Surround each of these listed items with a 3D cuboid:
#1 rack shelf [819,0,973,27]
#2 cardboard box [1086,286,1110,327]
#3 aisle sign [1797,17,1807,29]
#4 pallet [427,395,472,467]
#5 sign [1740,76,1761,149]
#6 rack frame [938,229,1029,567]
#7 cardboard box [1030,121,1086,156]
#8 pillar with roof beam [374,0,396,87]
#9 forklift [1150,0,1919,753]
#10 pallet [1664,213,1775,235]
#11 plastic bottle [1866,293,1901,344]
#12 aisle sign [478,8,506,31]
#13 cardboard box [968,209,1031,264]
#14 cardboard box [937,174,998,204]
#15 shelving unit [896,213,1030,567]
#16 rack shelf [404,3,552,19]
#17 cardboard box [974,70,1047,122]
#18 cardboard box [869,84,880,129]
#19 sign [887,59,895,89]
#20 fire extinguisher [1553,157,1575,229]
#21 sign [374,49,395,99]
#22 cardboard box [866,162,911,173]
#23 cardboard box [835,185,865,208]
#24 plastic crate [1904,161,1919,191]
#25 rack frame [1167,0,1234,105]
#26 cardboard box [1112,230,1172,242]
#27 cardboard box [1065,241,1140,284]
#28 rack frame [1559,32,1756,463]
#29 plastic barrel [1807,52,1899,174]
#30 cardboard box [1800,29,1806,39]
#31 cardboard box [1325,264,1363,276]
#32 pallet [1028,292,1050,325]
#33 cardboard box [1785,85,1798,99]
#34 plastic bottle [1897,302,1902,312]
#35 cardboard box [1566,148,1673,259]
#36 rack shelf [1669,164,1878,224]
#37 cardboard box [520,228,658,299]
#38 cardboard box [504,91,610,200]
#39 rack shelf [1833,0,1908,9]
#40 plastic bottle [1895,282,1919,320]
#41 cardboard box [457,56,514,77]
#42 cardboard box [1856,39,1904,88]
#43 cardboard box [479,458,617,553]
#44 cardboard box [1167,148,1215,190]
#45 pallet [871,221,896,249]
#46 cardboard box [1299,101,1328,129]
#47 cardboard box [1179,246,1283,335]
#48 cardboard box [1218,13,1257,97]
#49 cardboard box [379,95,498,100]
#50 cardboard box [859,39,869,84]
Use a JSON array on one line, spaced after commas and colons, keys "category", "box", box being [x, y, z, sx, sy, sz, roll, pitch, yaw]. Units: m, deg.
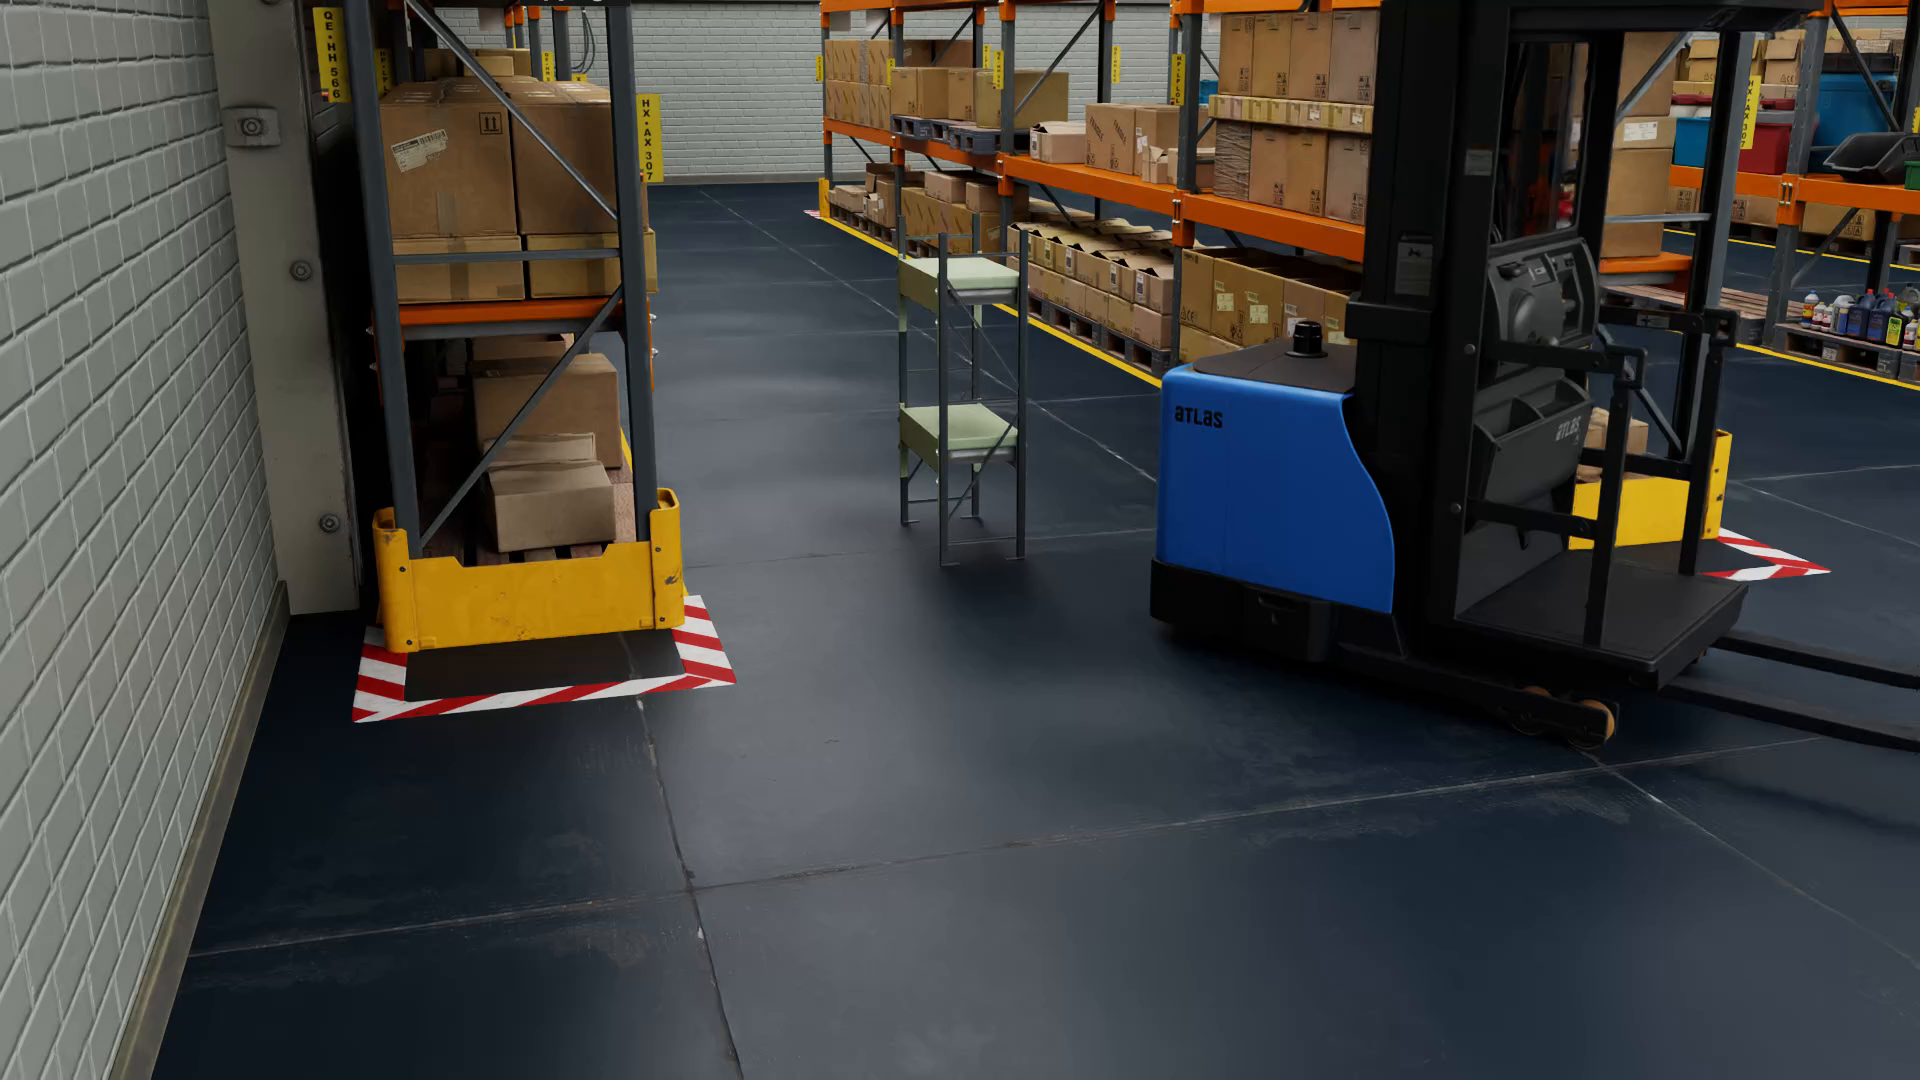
[{"category": "rack shelf", "box": [-0.788, -6.422, 20.152, 1.077, 0.370, 4.000, -5, 17, -15]}, {"category": "cardboard box", "box": [1.289, -1.821, 12.850, 0.500, 0.250, 0.500, -4, 17, -14]}, {"category": "aisle sign", "box": [13.253, -8.318, 25.910, 0.394, 0.787, 0.004, -5, 17, -15]}, {"category": "pallet", "box": [-2.584, -0.652, 9.756, 1.003, 0.211, 1.213, -5, 17, -15]}, {"category": "sign", "box": [3.594, -1.952, 7.593, 0.100, 0.325, 0.005, -5, 17, -15]}, {"category": "rack frame", "box": [0.102, -0.615, 7.393, 0.400, 1.500, 0.023, -5, 17, -15]}, {"category": "cardboard box", "box": [0.919, -3.523, 14.621, 0.500, 0.311, 0.500, -4, 17, -12]}, {"category": "pillar with roof beam", "box": [-1.885, -7.722, 18.018, 9.100, 9.000, 0.400, -5, 17, -15]}, {"category": "forklift", "box": [2.221, -0.869, 5.749, 3.031, 2.935, 1.130, 13, 21, 38]}, {"category": "pallet", "box": [9.572, -4.015, 20.953, 1.003, 0.211, 1.213, -5, 17, -15]}, {"category": "plastic bottle", "box": [6.598, -1.588, 11.863, 0.144, 0.351, 0.185, -5, 18, -18]}, {"category": "aisle sign", "box": [-5.831, -6.779, 20.786, 0.394, 0.787, 0.004, -5, 17, -15]}, {"category": "cardboard box", "box": [0.378, -2.923, 16.051, 0.500, 0.500, 0.500, -4, 17, -13]}, {"category": "cardboard box", "box": [0.073, -3.581, 16.935, 0.500, 0.250, 0.500, -5, 17, -16]}, {"category": "shelving unit", "box": [0.002, -0.716, 7.730, 0.431, 1.500, 0.755, -5, 17, -15]}, {"category": "rack shelf", "box": [-3.352, -3.816, 11.478, 1.077, 0.370, 4.000, -5, 17, -15]}, {"category": "cardboard box", "box": [0.511, -4.352, 16.323, 0.700, 0.500, 0.500, -1, 17, -5]}, {"category": "cardboard box", "box": [-0.766, -5.085, 19.491, 0.500, 0.500, 0.500, -4, 17, -14]}, {"category": "sign", "box": [-0.758, -5.146, 18.364, 0.100, 0.325, 0.005, -5, 17, -15]}, {"category": "fire extinguisher", "box": [2.645, -1.350, 7.368, 0.296, 0.674, 0.183, -5, 17, -15]}, {"category": "sign", "box": [-3.335, -2.680, 9.649, 0.100, 0.325, 0.005, -5, 17, -15]}, {"category": "cardboard box", "box": [-0.952, -4.765, 22.182, 0.500, 0.500, 0.500, -5, 17, -15]}, {"category": "cardboard box", "box": [-1.324, -4.465, 21.618, 0.500, 0.250, 0.500, -5, 17, -15]}, {"category": "plastic crate", "box": [6.825, -2.455, 11.278, 0.450, 0.188, 0.662, -5, 17, -15]}, {"category": "rack frame", "box": [3.426, -6.273, 23.622, 1.000, 3.000, 0.127, -5, 17, -15]}, {"category": "cardboard box", "box": [1.526, -2.414, 13.850, 0.500, 0.311, 0.500, -5, 17, -16]}, {"category": "cardboard box", "box": [1.154, -2.227, 13.225, 0.500, 0.311, 0.500, -5, 17, -16]}, {"category": "rack frame", "box": [3.059, -1.457, 7.588, 1.000, 3.000, 0.127, -5, 17, -15]}, {"category": "plastic barrel", "box": [6.909, -3.325, 12.935, 0.600, 0.901, 0.708, -5, 17, -15]}, {"category": "cardboard box", "box": [12.998, -7.414, 24.991, 0.500, 0.500, 0.500, -4, 17, -14]}, {"category": "cardboard box", "box": [2.565, -1.419, 10.207, 0.500, 0.500, 0.500, -5, 17, -15]}, {"category": "pallet", "box": [1.049, -2.104, 14.588, 1.003, 0.211, 1.213, -5, 17, -15]}, {"category": "cardboard box", "box": [9.735, -4.899, 18.872, 0.500, 0.500, 0.500, -5, 18, -17]}, {"category": "plastic bottle", "box": [6.702, -1.571, 11.947, 0.097, 0.271, 0.097, 0, 17, 0]}, {"category": "cardboard box", "box": [2.943, -1.635, 8.007, 0.700, 0.500, 0.500, -5, 17, -15]}, {"category": "rack shelf", "box": [6.174, -3.163, 14.517, 1.077, 0.370, 4.000, -5, 17, -15]}, {"category": "cardboard box", "box": [-1.532, -1.162, 6.833, 0.500, 0.250, 0.500, -5, 17, -17]}, {"category": "cardboard box", "box": [-1.807, -1.798, 7.646, 0.500, 0.500, 0.500, -5, 18, -17]}, {"category": "rack shelf", "box": [9.837, -6.097, 19.073, 1.077, 0.370, 4.000, -5, 17, -15]}, {"category": "plastic bottle", "box": [7.039, -1.729, 12.335, 0.144, 0.351, 0.185, -5, 17, -15]}, {"category": "cardboard box", "box": [-3.675, -3.666, 12.875, 0.380, 0.149, 0.250, -8, 18, -24]}, {"category": "cardboard box", "box": [10.201, -5.184, 18.078, 0.797, 0.503, 0.637, -4, 17, -13]}, {"category": "cardboard box", "box": [-1.806, -0.186, 7.265, 0.500, 0.311, 0.500, -7, 18, -22]}, {"category": "cardboard box", "box": [1.783, -2.624, 11.735, 0.500, 0.250, 0.500, -4, 17, -12]}, {"category": "pallet", "box": [-0.427, -3.631, 19.672, 1.003, 0.211, 1.213, -5, 17, -15]}, {"category": "cardboard box", "box": [2.206, -2.476, 9.680, 0.380, 0.149, 0.250, -5, 17, -17]}, {"category": "cardboard box", "box": [1.786, -1.654, 10.990, 0.500, 0.500, 0.500, -5, 17, -15]}, {"category": "cardboard box", "box": [2.088, -3.110, 10.664, 0.700, 0.500, 0.500, -5, 17, -15]}, {"category": "cardboard box", "box": [-2.166, -1.615, 7.036, 0.500, 0.500, 0.500, -4, 17, -15]}, {"category": "cardboard box", "box": [-0.908, -5.703, 19.813, 0.500, 0.500, 0.500, -5, 17, -15]}]
